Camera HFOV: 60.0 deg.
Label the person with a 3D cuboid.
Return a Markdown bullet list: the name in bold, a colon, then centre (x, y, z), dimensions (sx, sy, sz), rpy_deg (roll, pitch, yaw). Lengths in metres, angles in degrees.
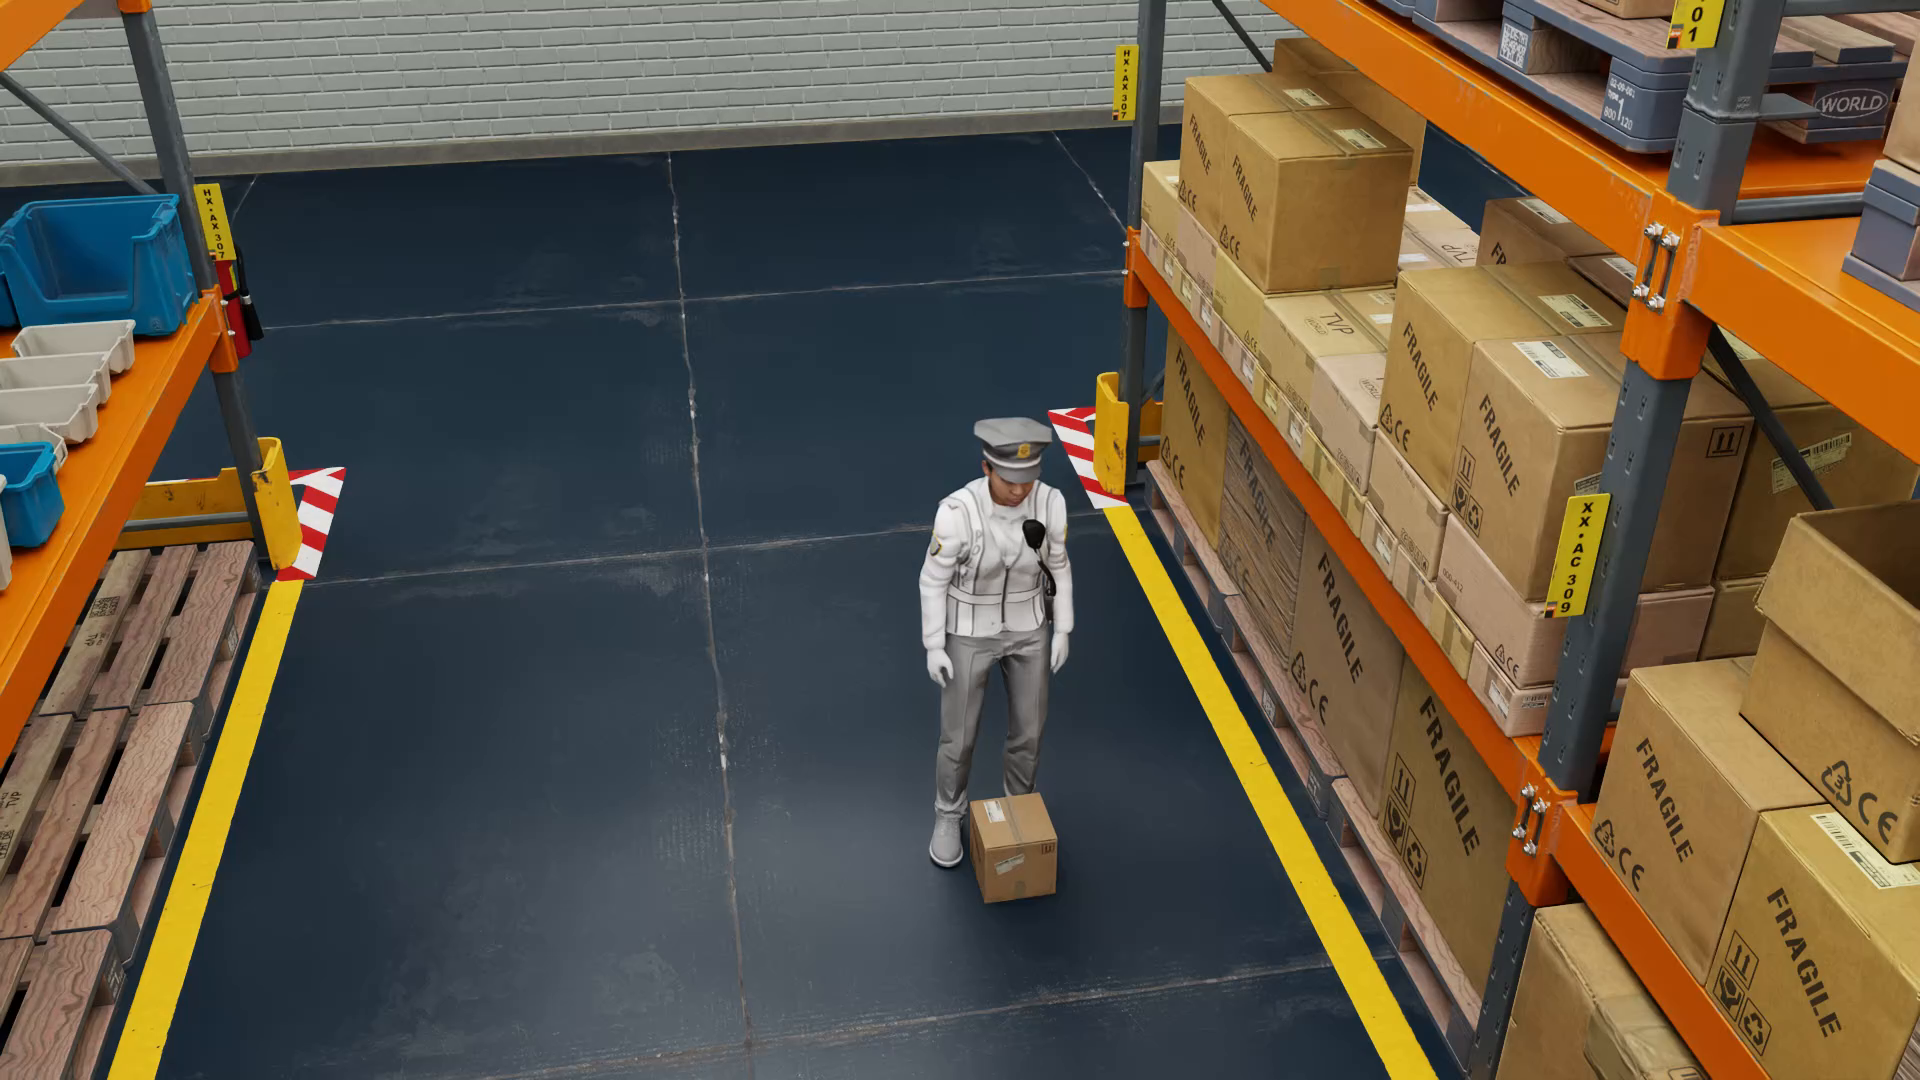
- **person**: centre (0.128, 0.333, 5.573), dimensions (0.521, 1.662, 0.373), rpy_deg (-7, 31, -11)
